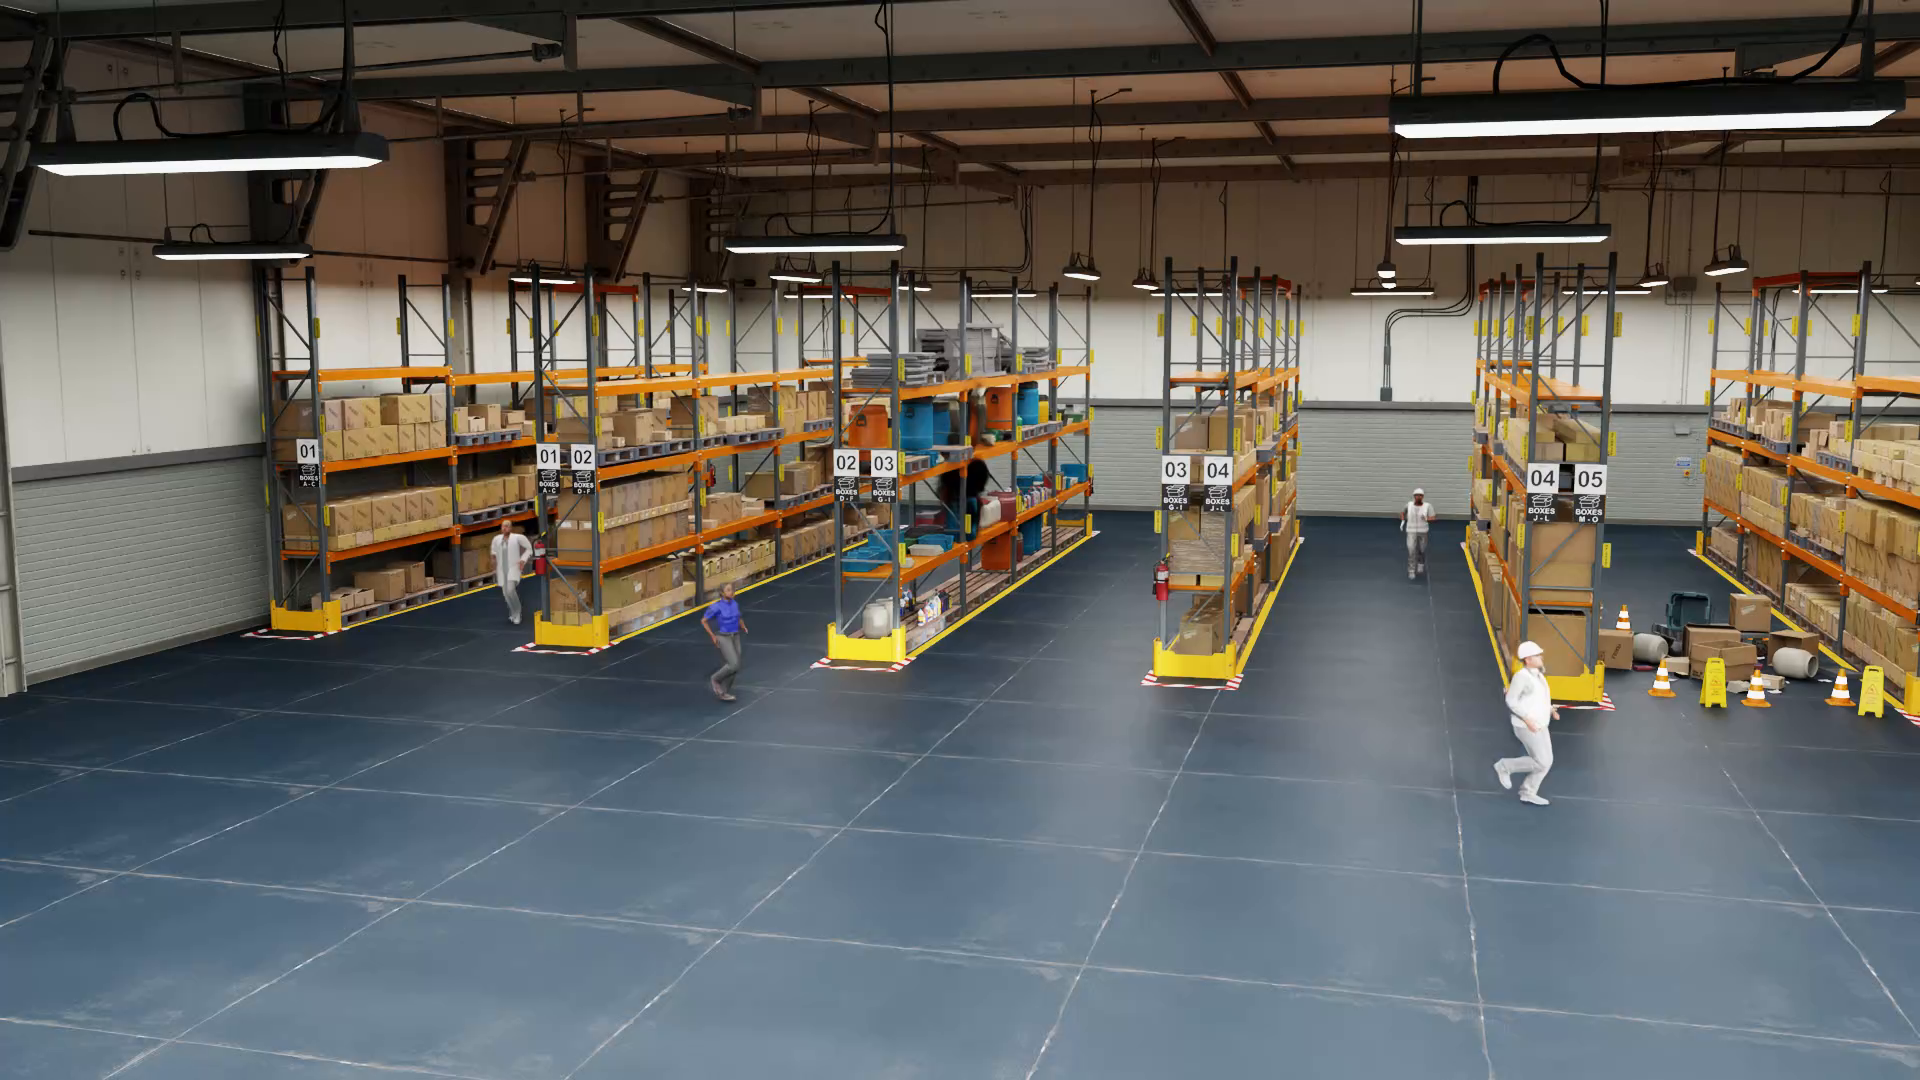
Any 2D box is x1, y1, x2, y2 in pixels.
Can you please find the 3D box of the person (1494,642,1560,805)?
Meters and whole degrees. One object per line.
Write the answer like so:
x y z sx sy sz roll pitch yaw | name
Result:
6.008 1.930 17.599 0.586 1.729 0.659 6 9 39 | person

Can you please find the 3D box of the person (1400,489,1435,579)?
9.197 -0.151 33.436 0.683 1.771 0.991 2 8 16 | person

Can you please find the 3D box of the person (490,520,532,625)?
-7.673 0.556 28.260 0.681 1.796 0.754 1 7 10 | person

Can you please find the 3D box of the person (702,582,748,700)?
-3.089 1.377 22.367 0.547 1.597 0.559 5 9 36 | person
